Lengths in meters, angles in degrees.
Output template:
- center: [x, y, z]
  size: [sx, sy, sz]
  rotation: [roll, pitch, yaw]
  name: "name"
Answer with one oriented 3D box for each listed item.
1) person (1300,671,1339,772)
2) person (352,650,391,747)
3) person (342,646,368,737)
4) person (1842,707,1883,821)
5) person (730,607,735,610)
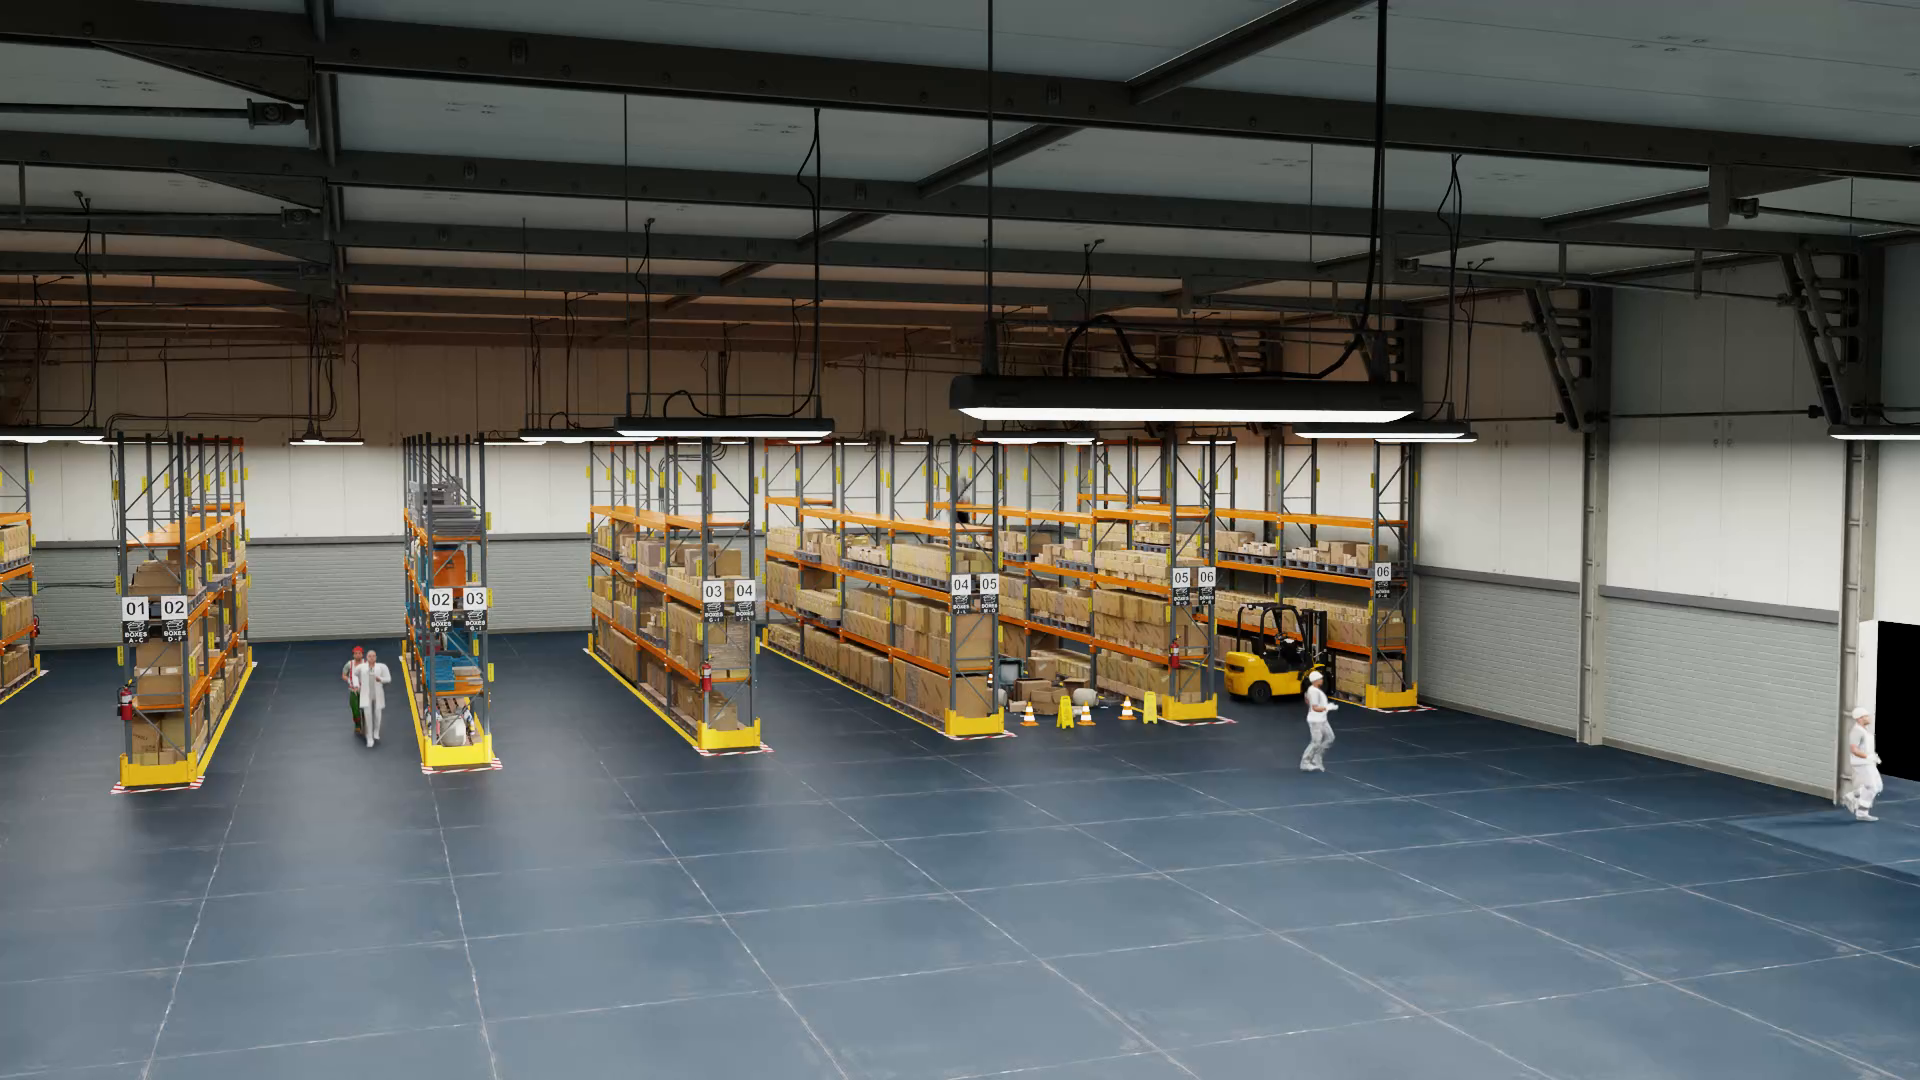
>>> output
- center: [6.350, 3.214, 29.317]
  size: [0.667, 1.803, 0.657]
  rotation: [1, 3, 21]
  name: "person"
- center: [-11.343, 3.023, 32.093]
  size: [0.695, 1.781, 0.999]
  rotation: [-1, 3, -23]
  name: "person"
- center: [-11.898, 3.016, 32.989]
  size: [0.690, 1.821, 0.710]
  rotation: [-1, 3, -17]
  name: "person"
- center: [13.841, 3.433, 25.502]
  size: [0.567, 1.736, 0.641]
  rotation: [3, 4, 40]
  name: "person"
- center: [-6.520, 2.245, 48.571]
  size: [0.624, 1.672, 0.661]
  rotation: [2, 4, 32]
  name: "person"
